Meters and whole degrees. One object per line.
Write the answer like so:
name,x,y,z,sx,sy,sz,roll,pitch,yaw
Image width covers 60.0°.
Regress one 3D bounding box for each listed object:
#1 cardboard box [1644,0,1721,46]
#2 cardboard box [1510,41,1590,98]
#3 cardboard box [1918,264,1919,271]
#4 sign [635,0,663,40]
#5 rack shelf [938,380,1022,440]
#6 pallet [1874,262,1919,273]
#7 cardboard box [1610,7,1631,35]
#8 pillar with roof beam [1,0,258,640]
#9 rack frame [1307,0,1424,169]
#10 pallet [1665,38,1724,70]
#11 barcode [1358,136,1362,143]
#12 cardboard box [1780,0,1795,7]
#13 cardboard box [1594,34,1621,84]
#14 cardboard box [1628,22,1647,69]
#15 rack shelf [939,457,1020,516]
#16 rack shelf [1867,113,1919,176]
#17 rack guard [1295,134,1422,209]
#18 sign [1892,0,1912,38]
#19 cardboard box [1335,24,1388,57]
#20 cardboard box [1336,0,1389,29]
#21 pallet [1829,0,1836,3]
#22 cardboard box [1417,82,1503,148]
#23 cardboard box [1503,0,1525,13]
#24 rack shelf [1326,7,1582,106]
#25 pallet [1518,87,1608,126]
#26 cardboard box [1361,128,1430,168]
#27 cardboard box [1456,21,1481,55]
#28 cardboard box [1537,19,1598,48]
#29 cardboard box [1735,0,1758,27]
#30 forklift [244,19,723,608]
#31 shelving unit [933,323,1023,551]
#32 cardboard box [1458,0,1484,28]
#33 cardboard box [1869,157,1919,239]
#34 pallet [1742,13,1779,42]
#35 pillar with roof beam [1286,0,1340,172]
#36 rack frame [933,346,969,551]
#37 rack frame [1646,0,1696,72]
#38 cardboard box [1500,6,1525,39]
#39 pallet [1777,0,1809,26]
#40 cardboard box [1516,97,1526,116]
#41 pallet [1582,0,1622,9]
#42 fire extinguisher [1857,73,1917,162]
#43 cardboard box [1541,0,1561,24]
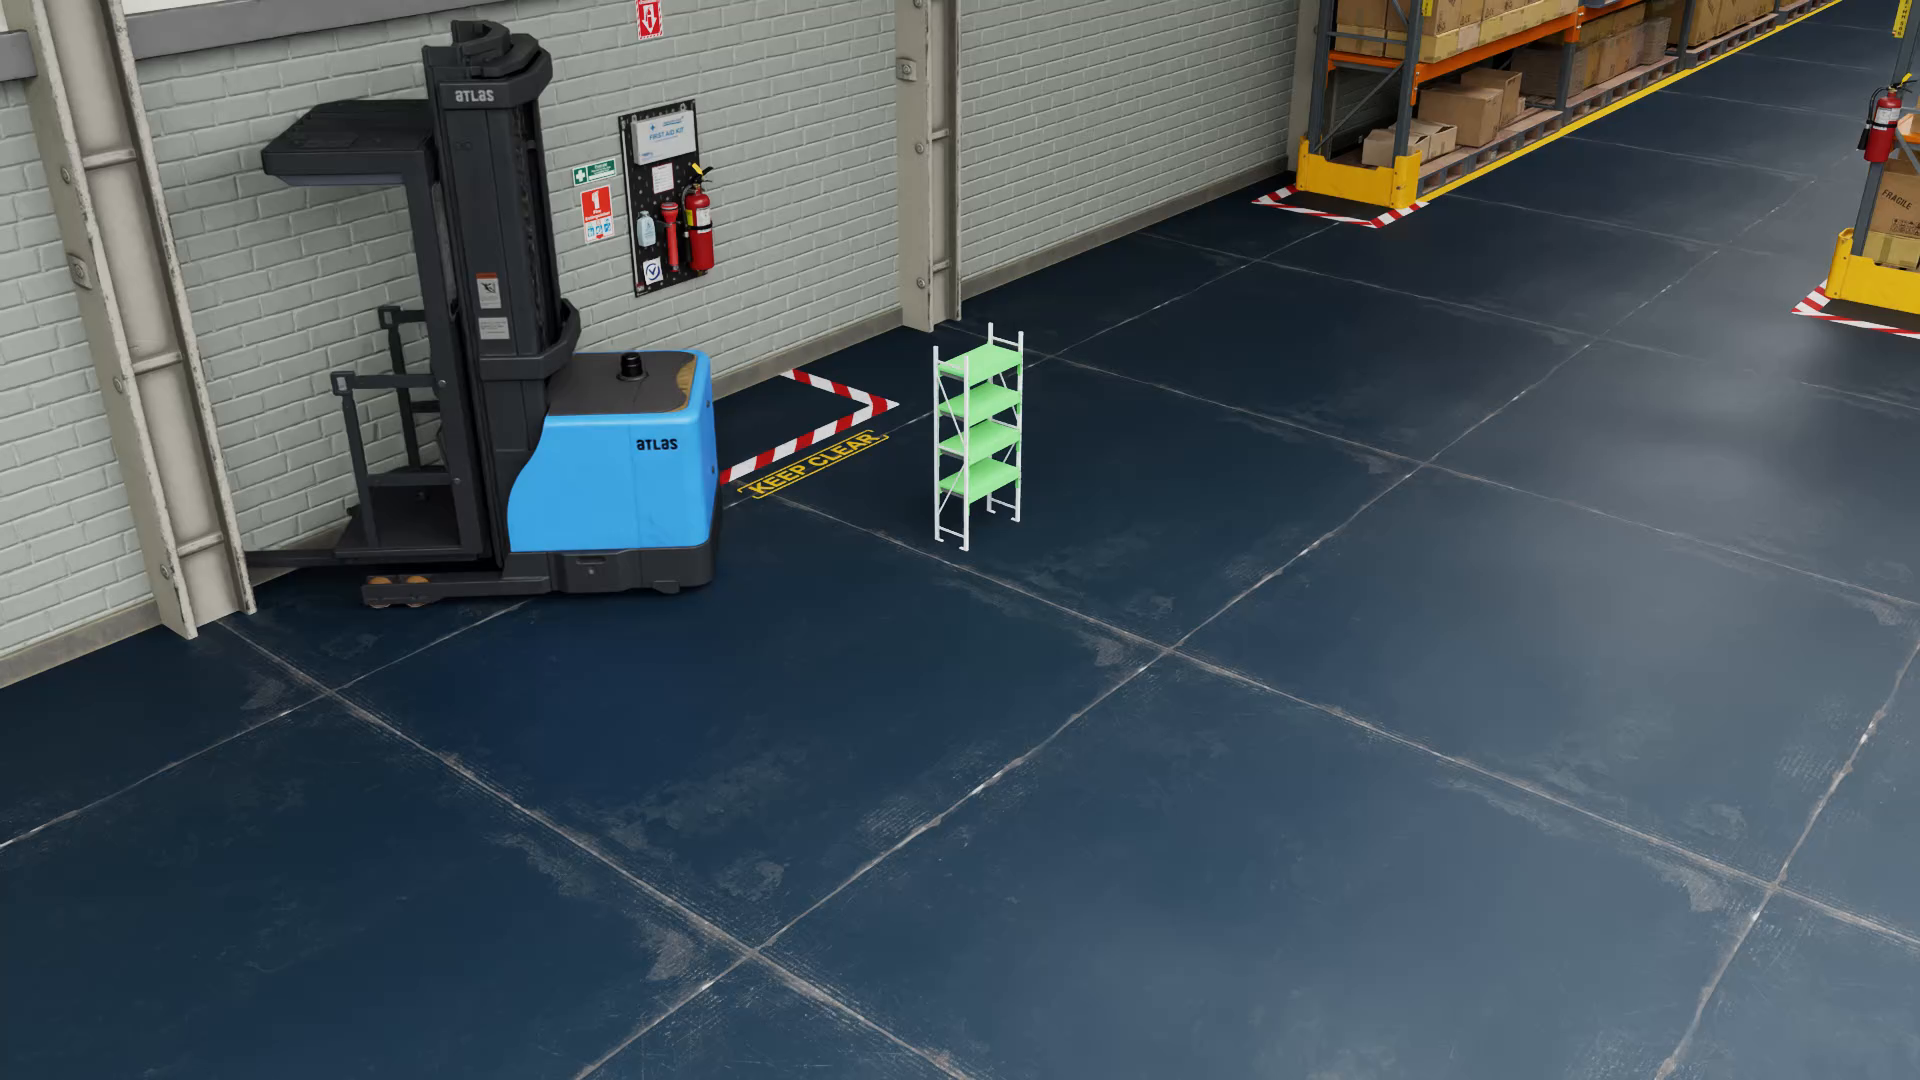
cardboard box,9.466,-6.967,21.835,0.750,0.750,0.750,20,34,34
cardboard box,6.808,-5.445,19.253,0.700,0.500,0.500,22,35,36
cardboard box,8.146,-2.320,13.506,0.500,0.250,0.500,21,34,34
sign,-1.913,-3.241,10.227,0.001,0.298,0.199,21,34,34
rack shelf,0.105,-0.748,9.507,0.258,0.148,0.480,21,34,34
pallet,8.088,-2.275,13.917,1.003,0.211,1.213,21,34,34
cardboard box,7.745,-6.293,20.075,0.500,0.250,0.500,21,34,34
pillar with roof beam,-0.725,-2.329,4.458,9.100,9.000,0.400,21,34,34
rack frame,3.809,-4.676,15.524,1.000,3.000,0.127,21,34,34
pallet,9.457,-6.531,22.146,1.003,0.211,1.213,21,34,34
barcode,4.021,-4.024,16.701,0.001,0.075,0.075,21,34,34
cardboard box,11.996,-8.242,24.681,0.700,0.500,0.500,21,34,35
cardboard box,7.454,-5.812,19.962,0.700,0.500,0.500,21,34,35
cardboard box,8.062,-6.178,20.670,0.700,0.500,0.500,21,34,34
rack shelf,0.105,-0.322,9.727,0.258,0.148,0.480,21,34,34
rack shelf,8.906,-3.619,14.264,1.077,0.370,4.000,21,34,34
rack guard,3.857,-3.593,16.151,1.175,0.500,0.348,21,34,34
sign,7.224,-4.013,12.724,0.100,0.325,0.005,21,34,34
cardboard box,3.956,-4.841,15.984,0.500,0.250,0.500,21,34,35
cardboard box,3.944,-5.181,15.825,0.500,0.500,0.500,20,34,34
pallet,13.537,-8.804,26.539,1.003,0.211,1.213,21,34,34
cardboard box,5.186,-4.428,17.286,0.700,0.500,0.500,18,33,31
cardboard box,5.319,-5.573,16.584,0.500,0.500,0.500,22,35,36
rack shelf,5.081,-5.066,17.060,1.077,0.370,4.000,21,34,34
pallet,6.847,-5.132,19.441,1.003,0.211,1.213,21,34,34
cardboard box,4.318,-3.896,16.465,0.500,0.311,0.500,17,32,29
cardboard box,4.683,-4.887,16.073,0.500,0.250,0.500,20,33,33
cardboard box,7.086,-5.935,19.384,0.500,0.250,0.500,20,33,33
cardboard box,10.565,-7.578,23.016,0.750,0.750,0.750,22,35,36
forklift,-2.902,-1.182,8.845,3.031,2.935,1.130,-2,27,-3
shelving unit,0.105,-0.592,9.588,0.258,1.200,0.503,21,34,34
cardboard box,4.666,-5.205,15.872,0.500,0.500,0.500,21,34,35
cardboard box,7.745,-2.805,13.627,0.500,0.500,0.500,21,34,34
pallet,11.009,-7.397,23.818,1.003,0.211,1.213,21,34,34
pillar with roof beam,6.908,-6.583,12.682,9.100,9.000,0.400,21,34,34
rack frame,-0.050,-0.505,9.421,0.240,1.200,0.015,21,34,34
rack frame,8.897,-7.512,21.007,1.000,3.000,0.127,21,34,34
cardboard box,5.335,-5.244,16.764,0.500,0.250,0.500,21,34,35
pallet,11.985,-7.939,24.866,1.003,0.211,1.213,21,34,34
cardboard box,6.036,-4.833,18.432,0.380,0.166,0.250,16,31,28
pallet,6.951,-6.238,18.752,1.003,0.211,1.213,21,34,34
fire extinguisher,7.200,-3.289,12.928,0.296,0.674,0.183,21,34,34
cardboard box,5.962,-5.606,17.463,0.500,0.250,0.500,21,34,35
